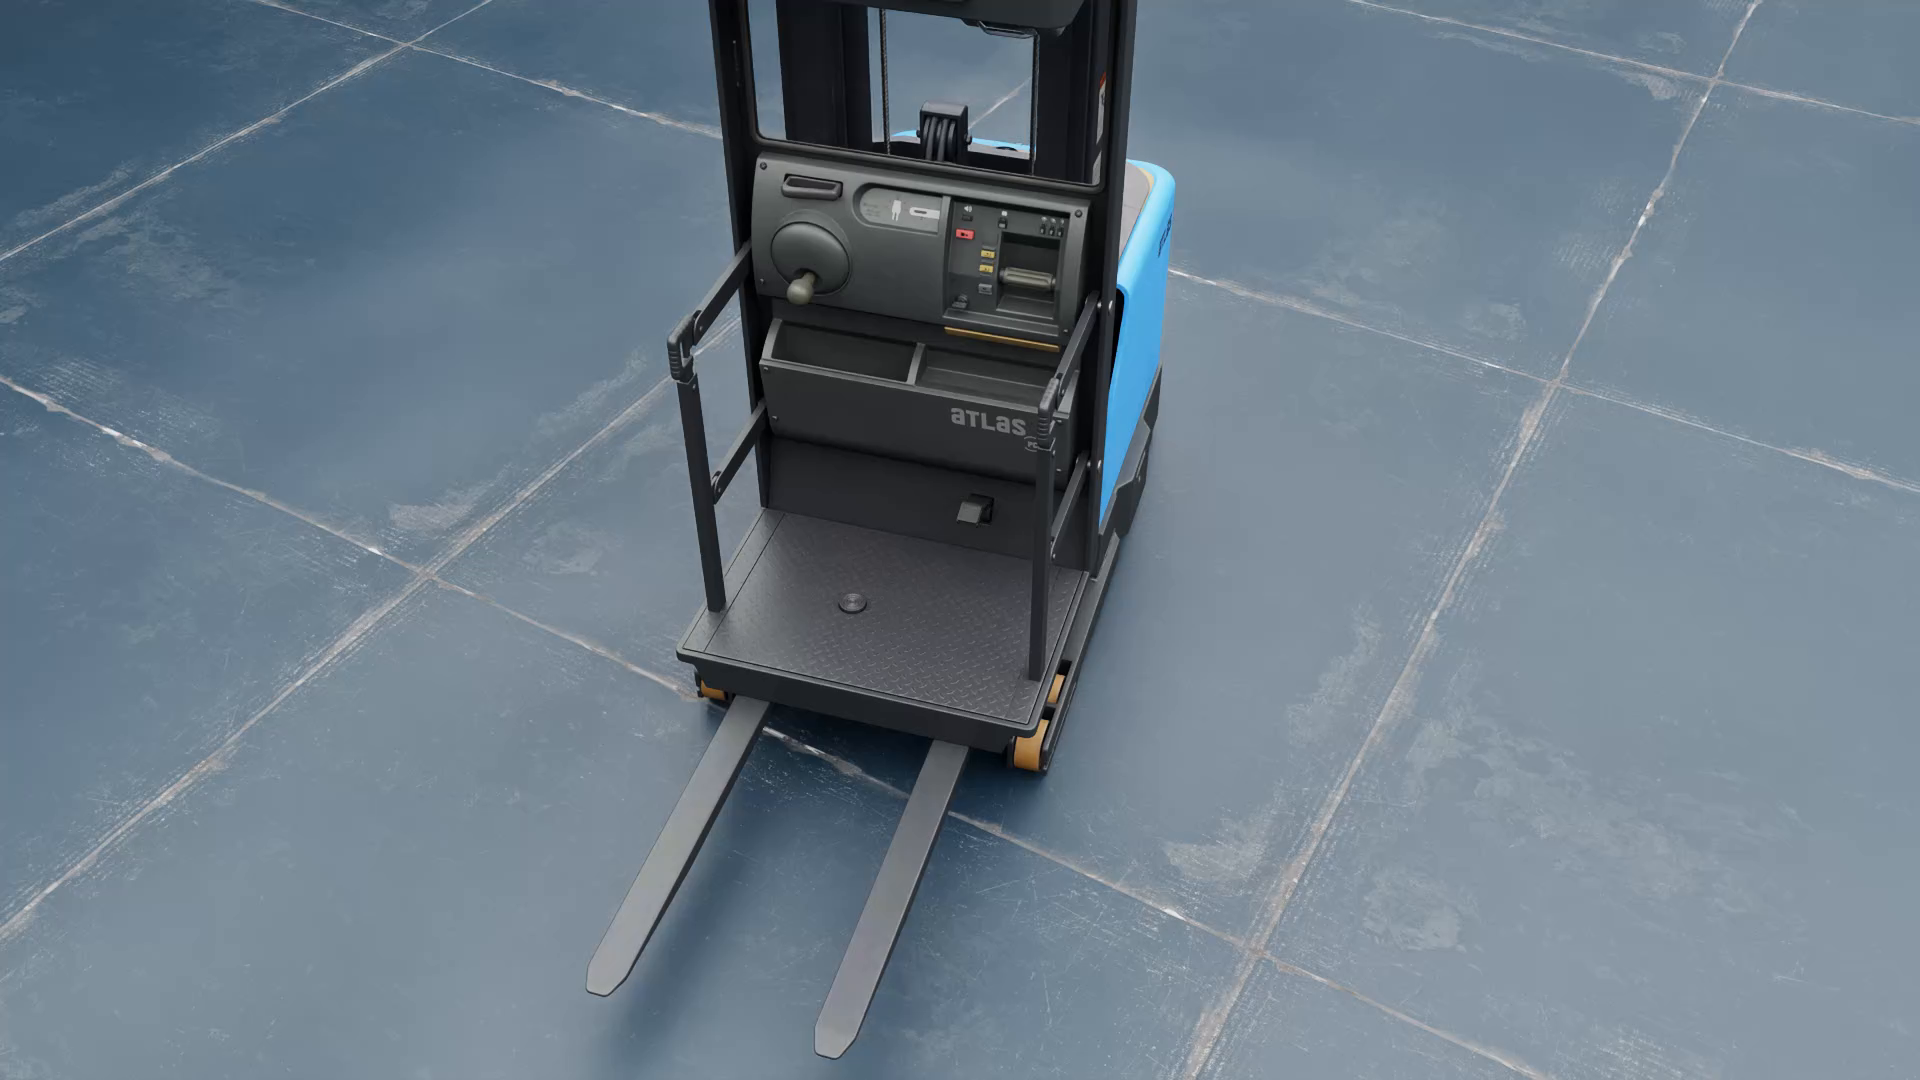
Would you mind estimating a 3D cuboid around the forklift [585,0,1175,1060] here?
[{"bbox_3d":[-0.179,-0.706,4.334,1.130,2.935,3.031,11,43,12],"label":"forklift"}]
